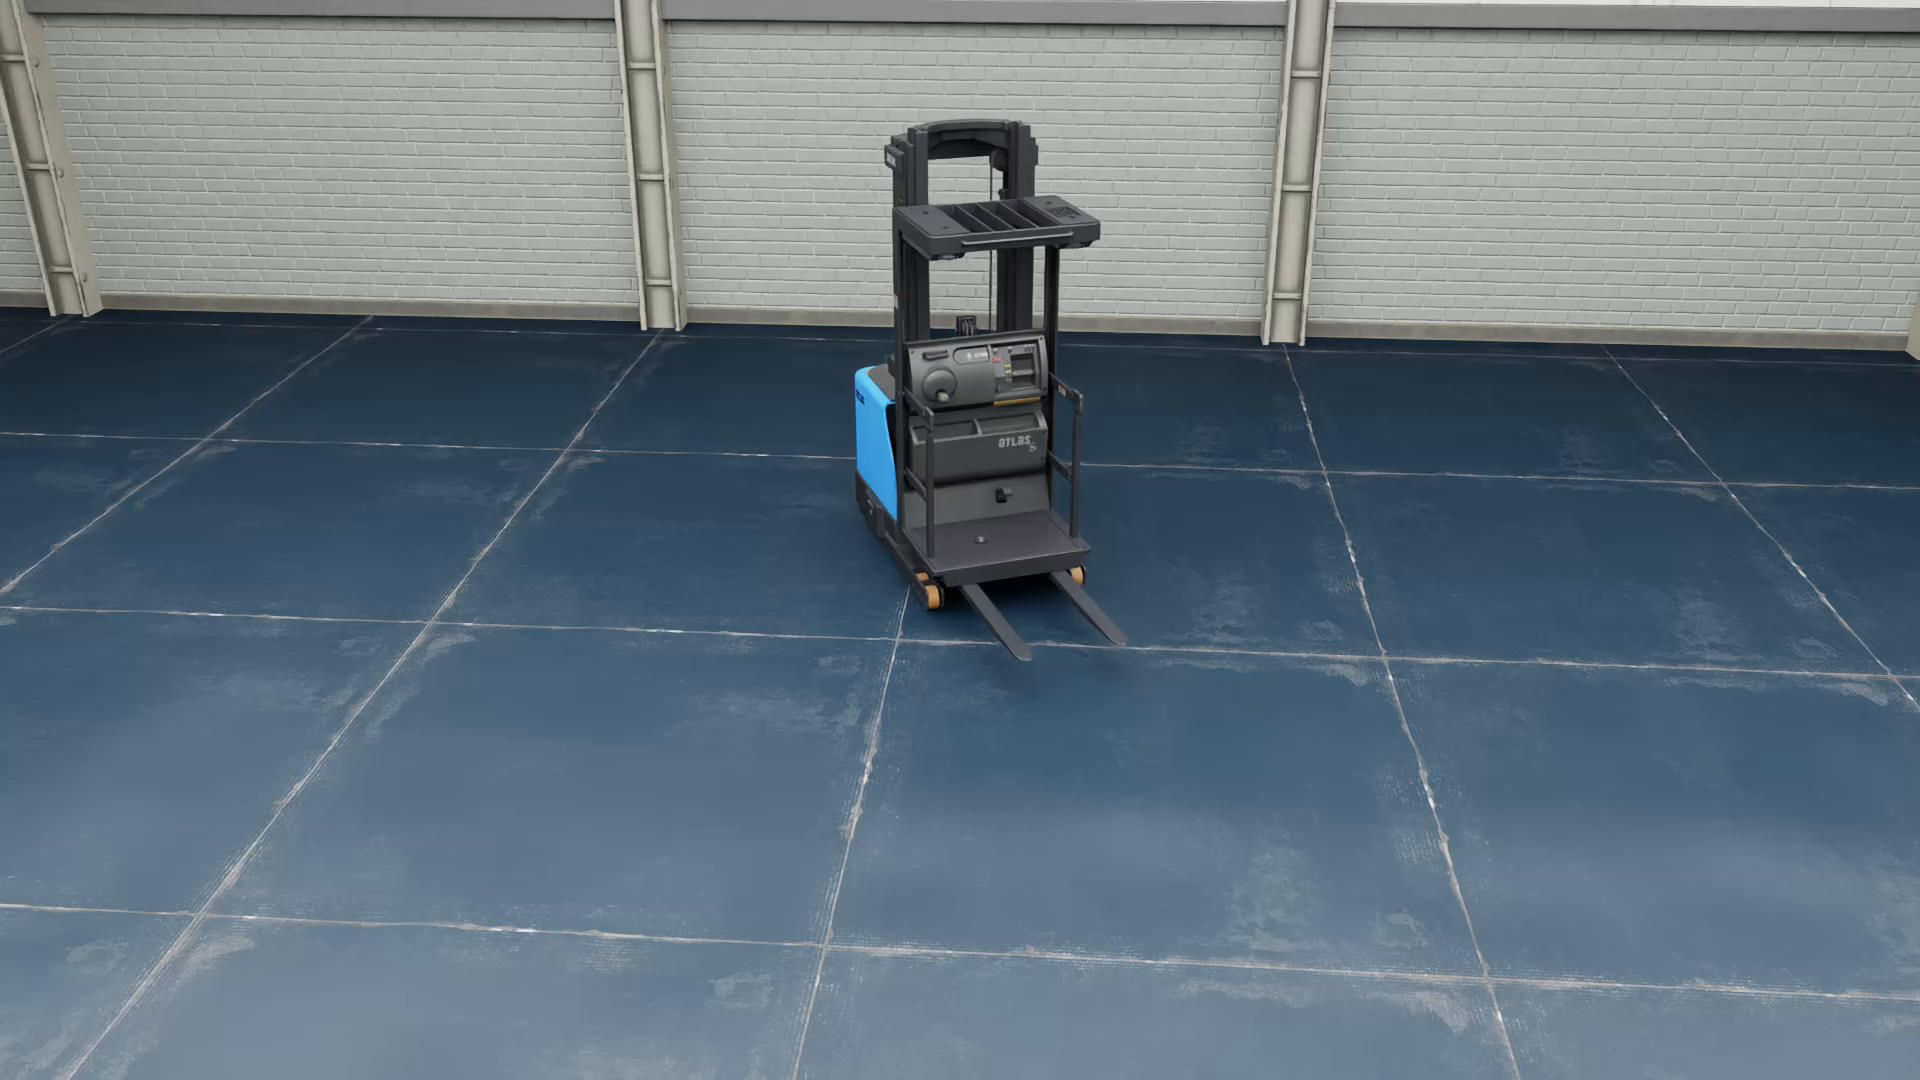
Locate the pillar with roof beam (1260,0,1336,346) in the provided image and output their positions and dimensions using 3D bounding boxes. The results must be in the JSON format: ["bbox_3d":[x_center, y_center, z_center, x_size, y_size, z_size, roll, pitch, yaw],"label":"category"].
[{"bbox_3d":[2.753,-4.207,10.127,0.400,9.000,9.100,2,25,4],"label":"pillar with roof beam"}]

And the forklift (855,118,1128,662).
[{"bbox_3d":[0.192,-1.067,10.563,1.130,2.935,3.031,-8,26,-17],"label":"forklift"}]

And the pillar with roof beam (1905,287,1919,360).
[{"bbox_3d":[8.735,-4.015,9.709,0.400,9.000,9.100,2,25,4],"label":"pillar with roof beam"}]

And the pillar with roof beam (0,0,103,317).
[{"bbox_3d":[-9.212,-4.591,10.961,0.400,9.000,9.100,2,25,4],"label":"pillar with roof beam"}]

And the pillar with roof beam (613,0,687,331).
[{"bbox_3d":[-3.229,-4.399,10.544,0.400,9.000,9.100,2,25,4],"label":"pillar with roof beam"}]
